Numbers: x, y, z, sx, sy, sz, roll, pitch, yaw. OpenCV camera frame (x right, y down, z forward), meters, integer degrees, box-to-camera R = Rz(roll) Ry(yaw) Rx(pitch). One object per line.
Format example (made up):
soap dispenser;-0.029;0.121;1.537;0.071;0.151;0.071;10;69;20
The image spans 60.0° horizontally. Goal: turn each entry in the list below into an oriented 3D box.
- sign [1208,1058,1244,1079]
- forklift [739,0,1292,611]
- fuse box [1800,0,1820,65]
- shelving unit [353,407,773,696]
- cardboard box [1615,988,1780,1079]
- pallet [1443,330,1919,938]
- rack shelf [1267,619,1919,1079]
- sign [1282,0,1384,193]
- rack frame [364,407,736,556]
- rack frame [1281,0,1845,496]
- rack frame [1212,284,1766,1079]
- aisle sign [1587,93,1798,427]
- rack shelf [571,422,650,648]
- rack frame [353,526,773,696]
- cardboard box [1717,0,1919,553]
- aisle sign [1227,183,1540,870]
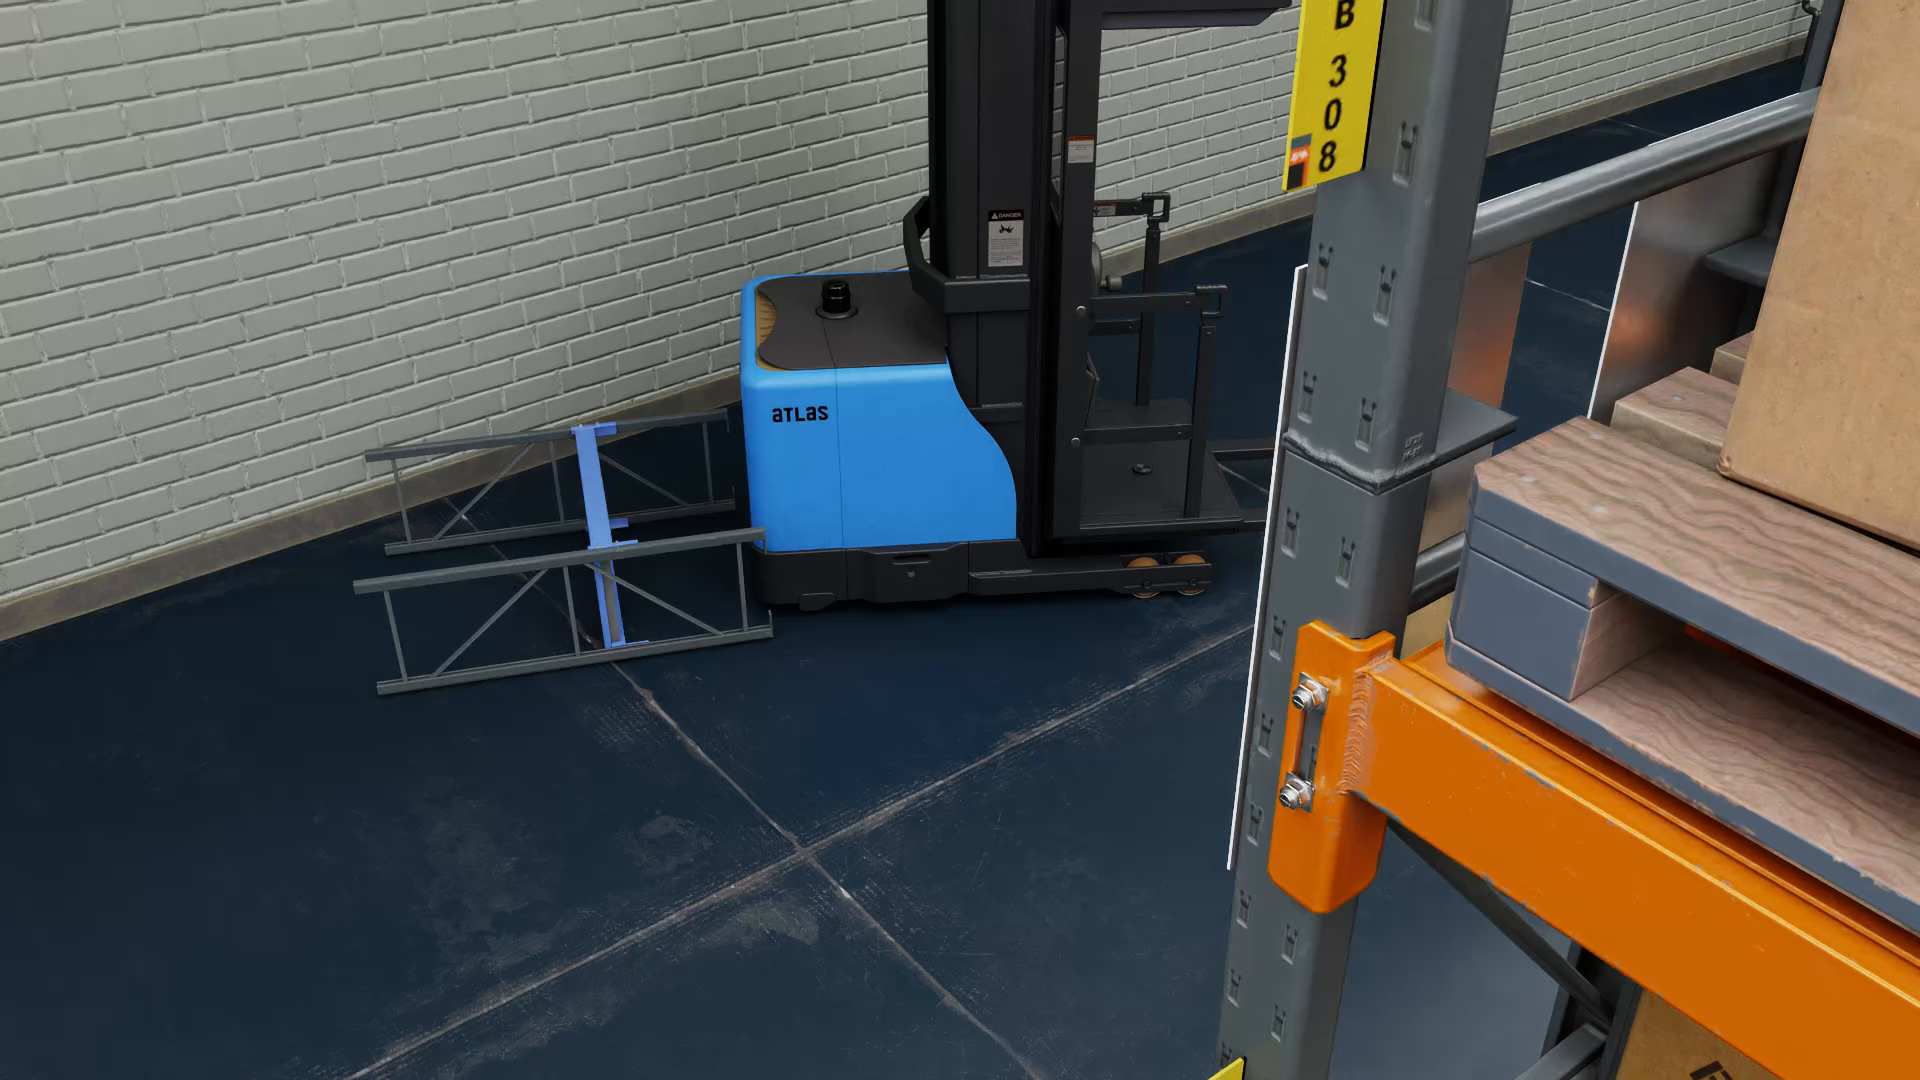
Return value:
sign;0.323;0.819;2.193;0.100;0.325;0.005;-22;38;-31
forklift;0.619;-1.281;6.534;3.031;2.935;1.130;-3;32;-5
fuse box;6.866;-4.577;12.998;0.539;1.711;0.414;-22;38;-31
shelving unit;-1.600;0.007;6.728;1.500;0.538;1.048;-8;33;-12
cardboard box;1.272;0.780;2.301;0.500;0.500;0.500;-22;38;-31
pallet;1.229;0.112;1.467;1.003;0.211;1.213;-22;38;-31
rack shelf;1.992;0.908;0.784;1.077;0.370;4.000;-22;38;-31
sign;0.323;-0.459;1.400;0.100;0.325;0.005;-22;38;-31
rack frame;-1.729;-0.252;7.146;1.500;0.500;0.032;-8;33;-12
rack frame;0.766;-1.505;1.145;1.000;3.000;0.127;-22;38;-31
rack frame;0.766;1.043;2.728;1.000;3.000;0.127;-22;38;-31
aisle sign;0.958;-0.188;2.246;0.394;0.787;0.004;-22;38;-31
rack shelf;-1.426;-0.017;6.767;0.185;0.538;1.000;-8;33;-12
rack frame;-1.470;0.266;6.311;1.500;0.500;0.032;-8;33;-12
cardboard box;1.127;-0.295;1.452;0.700;0.500;0.500;-25;40;-34
aisle sign;0.484;0.006;1.934;0.394;0.787;0.004;-22;38;-31
